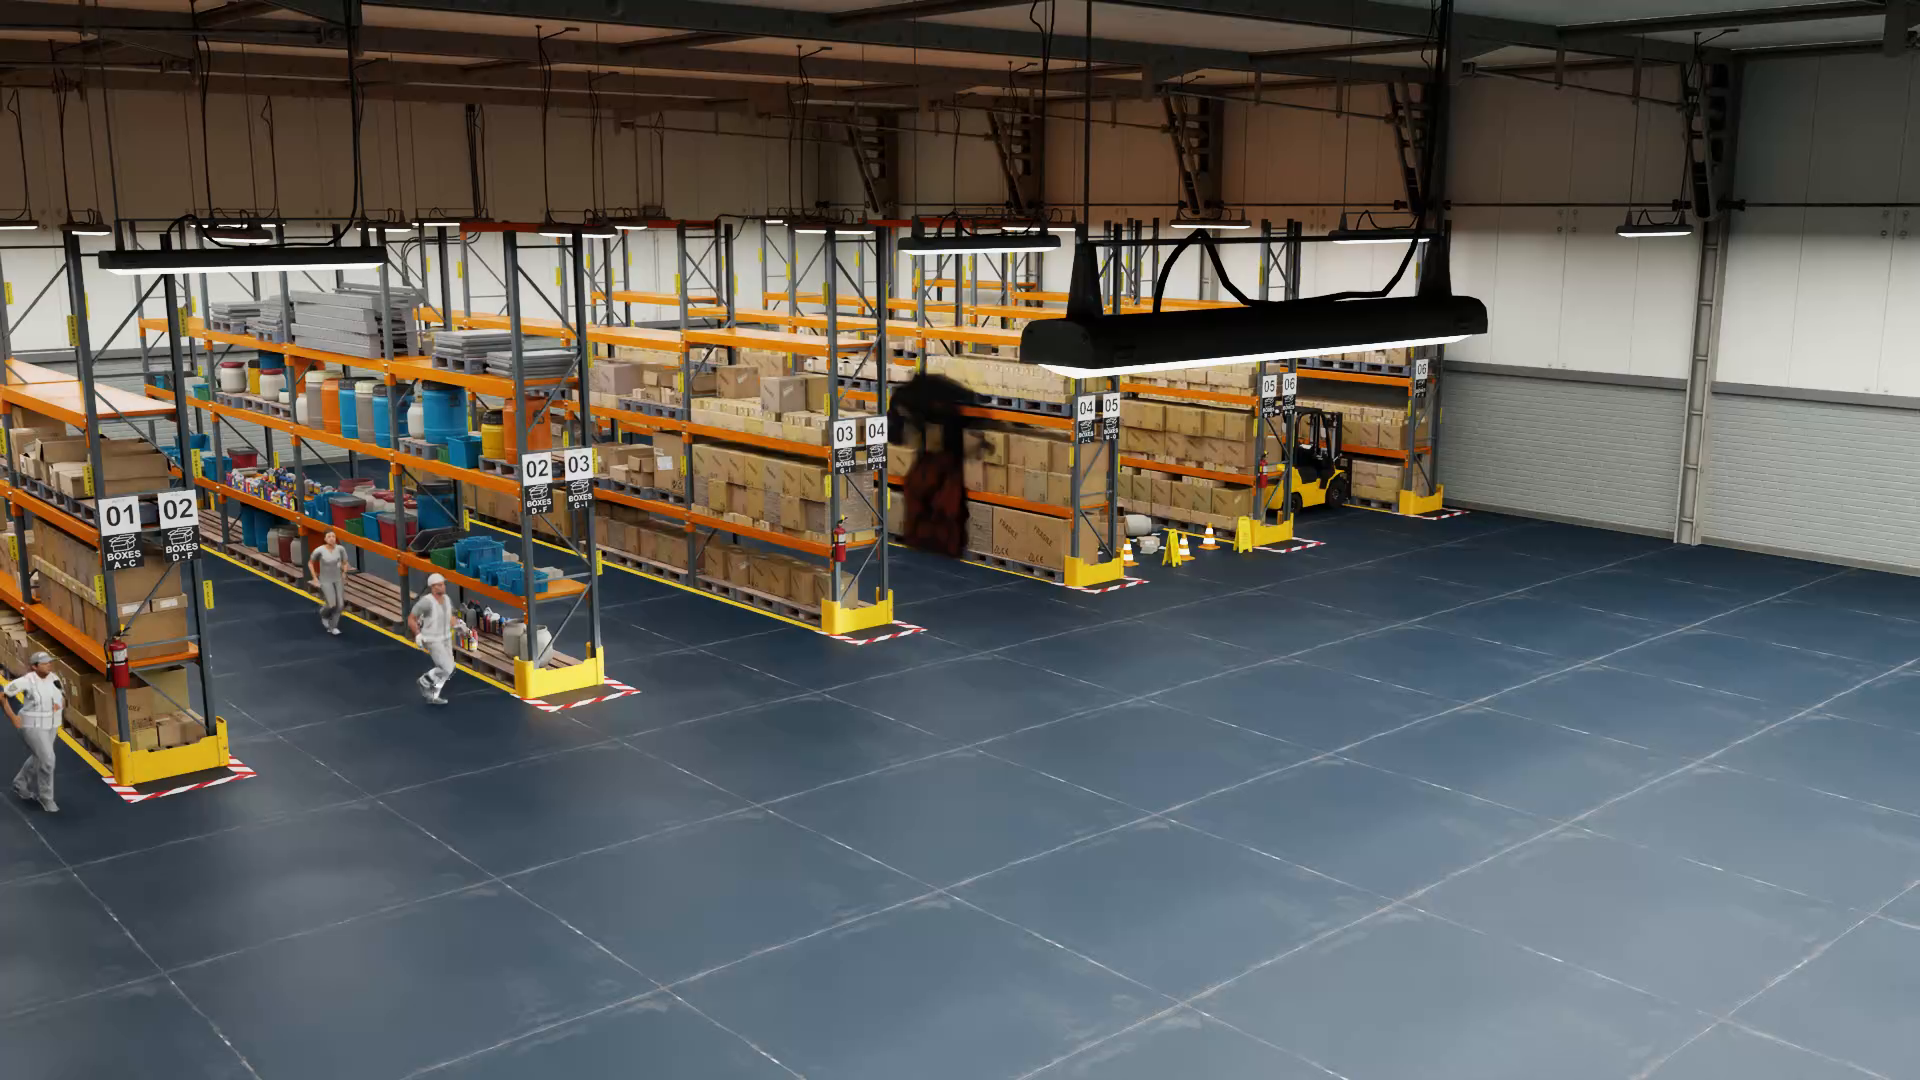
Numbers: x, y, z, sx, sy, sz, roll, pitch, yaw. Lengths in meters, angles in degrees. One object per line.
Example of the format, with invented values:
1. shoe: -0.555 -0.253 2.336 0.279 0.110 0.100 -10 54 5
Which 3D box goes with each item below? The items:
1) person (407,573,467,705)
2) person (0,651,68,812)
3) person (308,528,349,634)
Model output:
1. person: -6.620 1.276 21.156 0.633 1.732 0.670 5 12 23
2. person: -9.851 2.035 17.792 0.710 1.724 0.601 3 12 15
3. person: -9.322 0.626 24.673 0.553 1.615 0.596 -9 14 -37
